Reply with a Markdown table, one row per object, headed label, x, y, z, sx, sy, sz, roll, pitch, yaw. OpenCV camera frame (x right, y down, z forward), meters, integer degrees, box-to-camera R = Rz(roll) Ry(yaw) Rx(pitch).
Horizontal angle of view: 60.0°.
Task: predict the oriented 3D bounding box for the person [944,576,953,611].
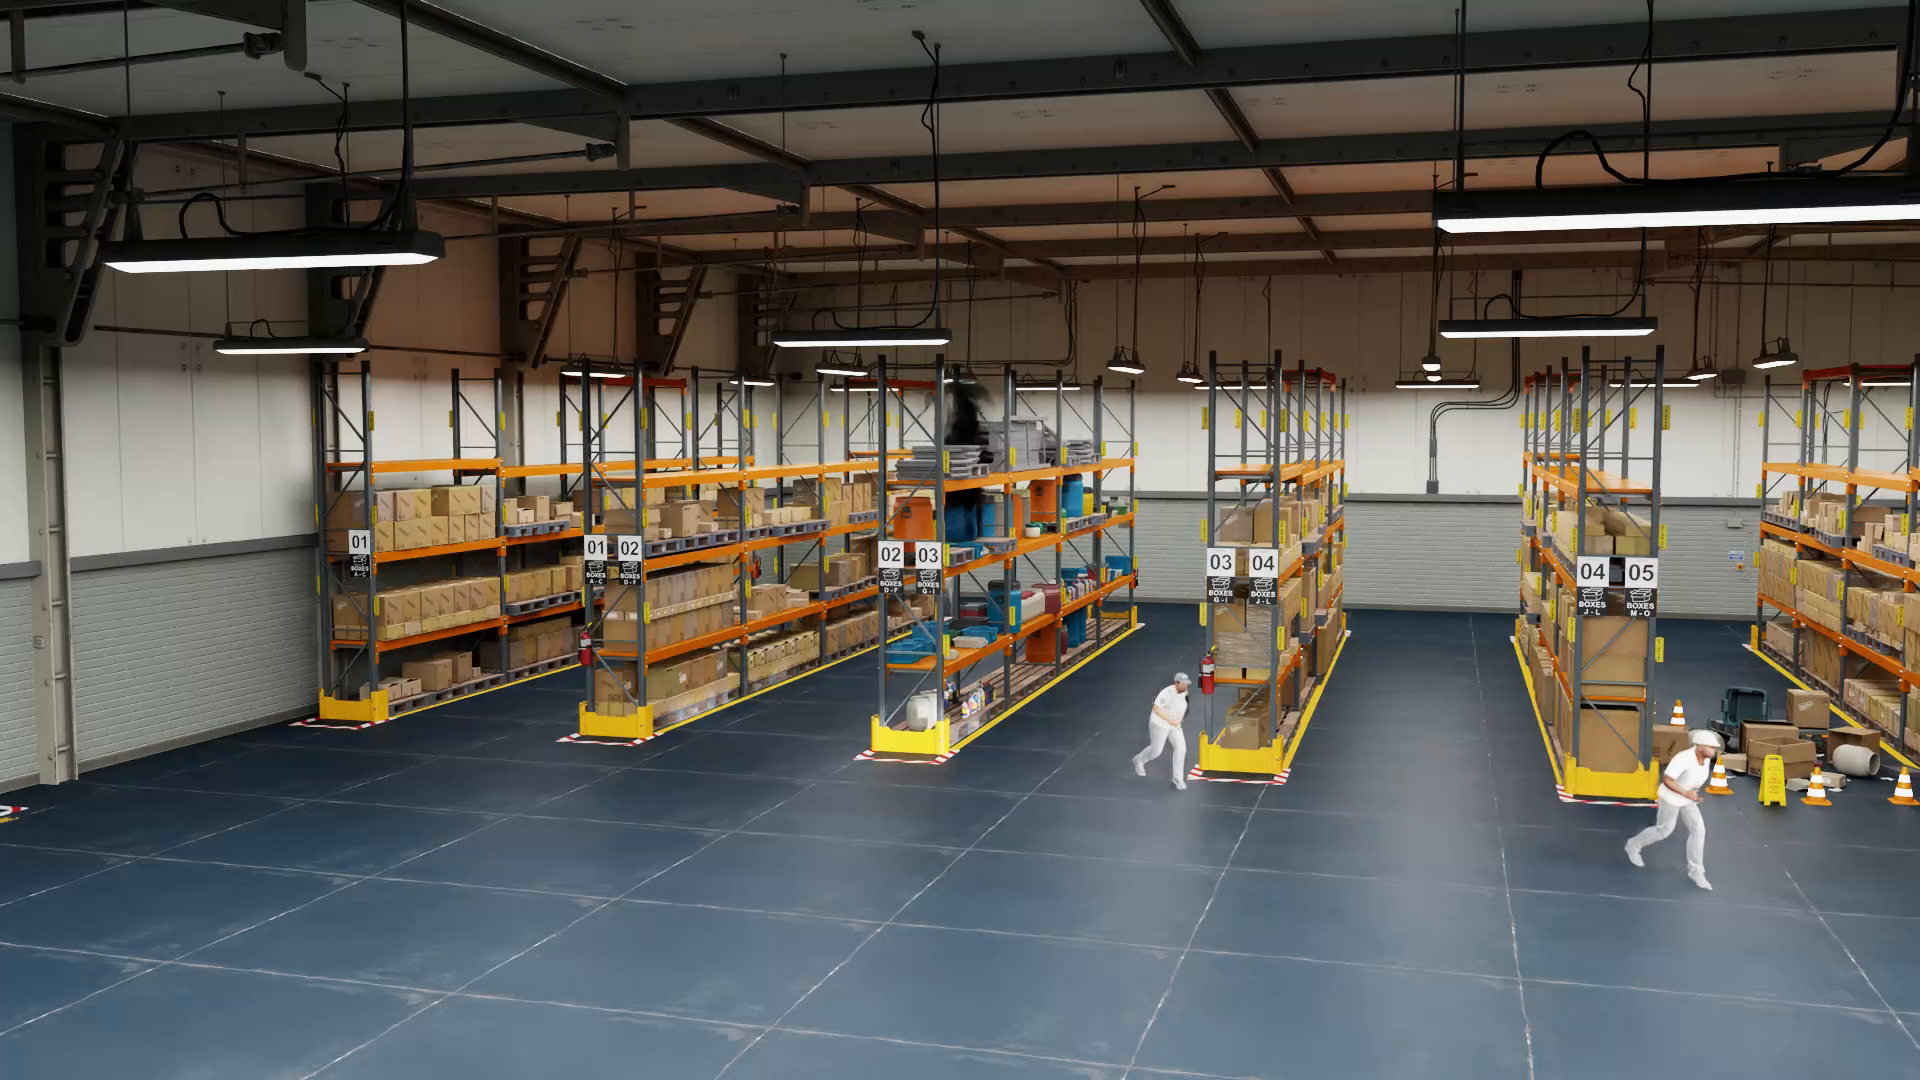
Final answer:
| label | x | y | z | sx | sy | sz | roll | pitch | yaw |
| --- | --- | --- | --- | --- | --- | --- | --- | --- | --- |
| person | -0.295 | 1.097 | 43.084 | 0.906 | 1.722 | 0.634 | 3 | 5 | 40 |

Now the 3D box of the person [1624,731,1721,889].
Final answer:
| label | x | y | z | sx | sy | sz | roll | pitch | yaw |
| --- | --- | --- | --- | --- | --- | --- | --- | --- | --- |
| person | 7.789 | 2.885 | 18.183 | 0.744 | 1.711 | 1.057 | -3 | 5 | -39 |

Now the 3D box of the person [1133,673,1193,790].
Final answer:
| label | x | y | z | sx | sy | sz | roll | pitch | yaw |
| --- | --- | --- | --- | --- | --- | --- | --- | --- | --- |
| person | 2.806 | 2.597 | 22.941 | 0.641 | 1.627 | 1.028 | -4 | 6 | -43 |
